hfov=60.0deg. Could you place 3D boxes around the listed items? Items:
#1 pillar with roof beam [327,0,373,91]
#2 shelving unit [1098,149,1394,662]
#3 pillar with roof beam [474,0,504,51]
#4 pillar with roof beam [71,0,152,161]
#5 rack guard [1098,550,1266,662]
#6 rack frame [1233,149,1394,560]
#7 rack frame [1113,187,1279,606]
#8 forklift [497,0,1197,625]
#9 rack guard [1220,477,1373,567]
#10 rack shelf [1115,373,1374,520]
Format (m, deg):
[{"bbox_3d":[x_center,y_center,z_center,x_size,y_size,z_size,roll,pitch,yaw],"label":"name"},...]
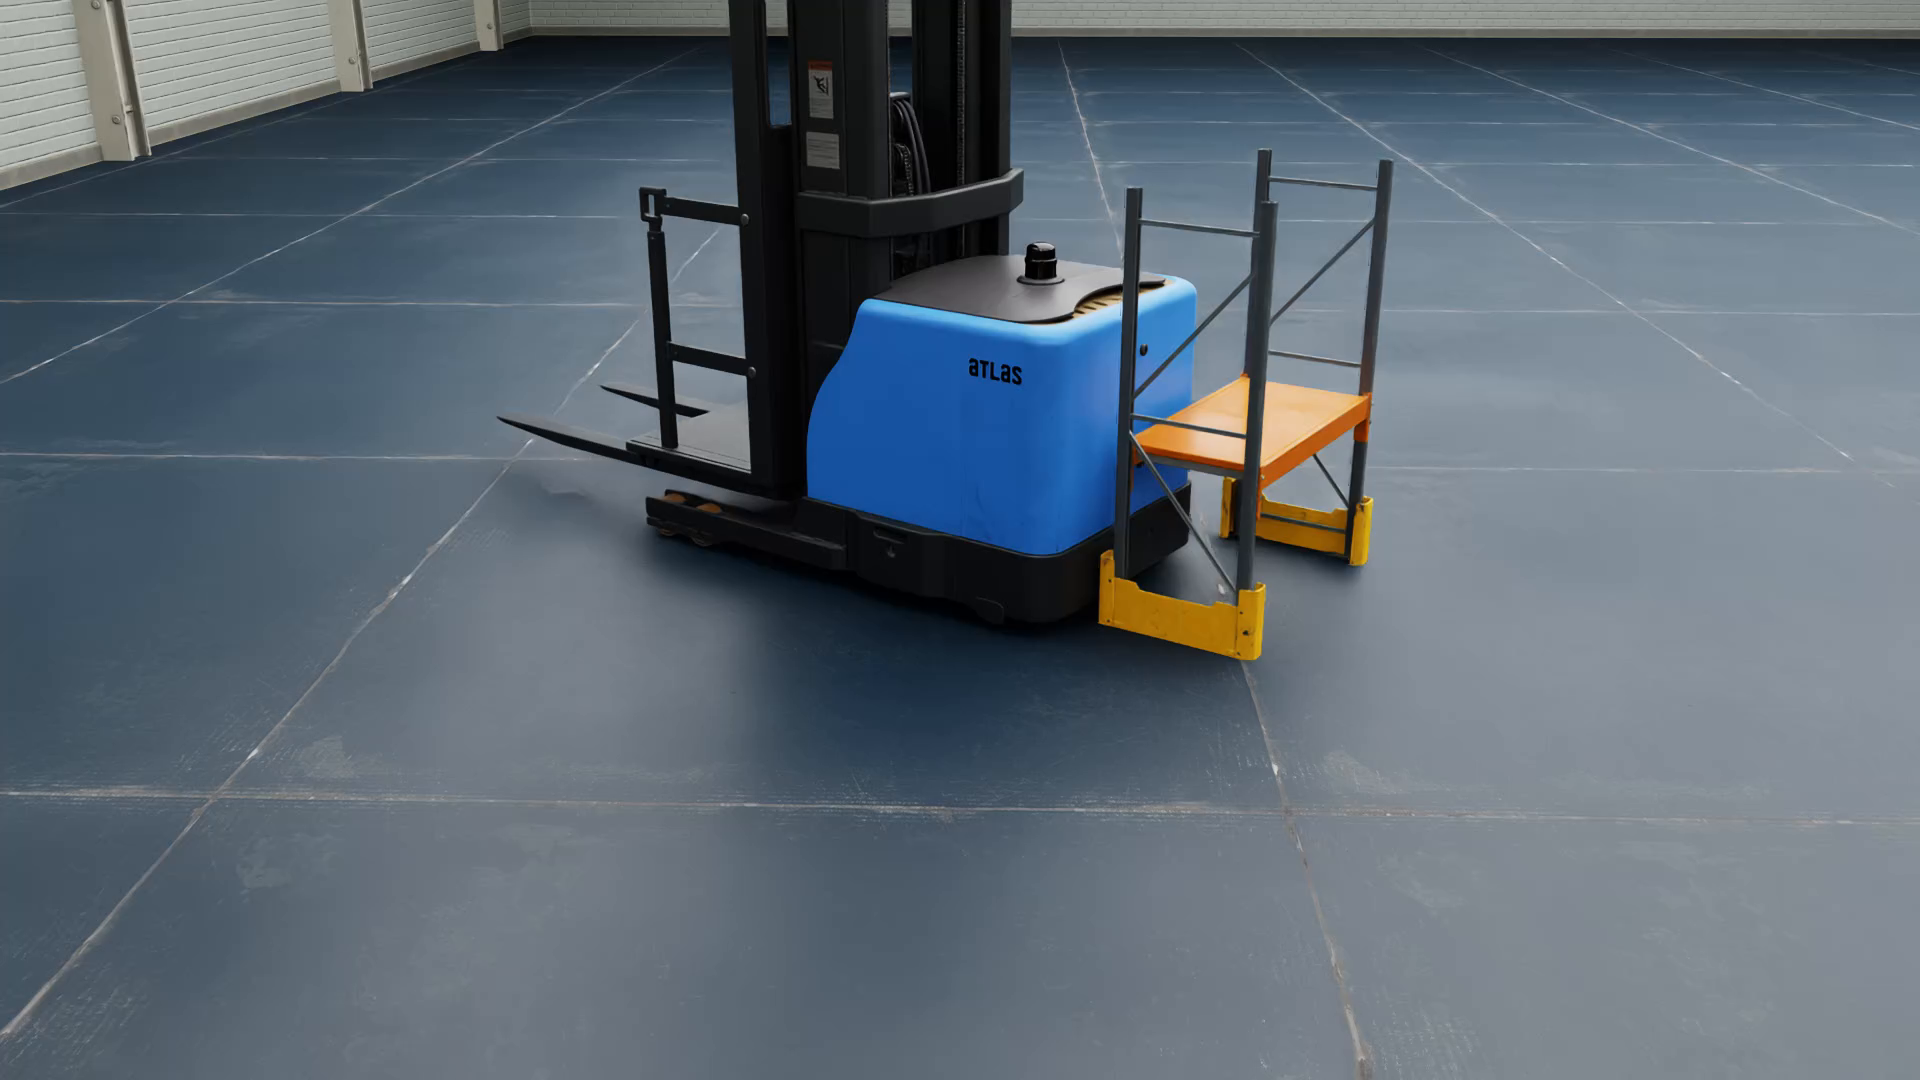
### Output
[{"bbox_3d":[-3.553,-10.005,19.873,9.100,9.000,0.400,1,21,2],"label":"pillar with roof beam"},{"bbox_3d":[1.015,-0.516,5.785,0.587,1.500,1.083,13,25,31],"label":"shelving unit"},{"bbox_3d":[-3.371,-12.174,25.464,9.100,9.000,0.400,1,21,2],"label":"pillar with roof beam"},{"bbox_3d":[-3.736,-7.835,14.282,9.100,9.000,0.400,1,21,2],"label":"pillar with roof beam"},{"bbox_3d":[0.742,0.217,5.622,0.587,0.250,0.087,13,25,31],"label":"rack guard"},{"bbox_3d":[1.298,-0.673,6.188,0.500,1.500,0.032,13,25,31],"label":"rack frame"},{"bbox_3d":[0.742,-0.365,5.395,0.500,1.500,0.032,13,25,31],"label":"rack frame"},{"bbox_3d":[-0.622,-1.479,6.290,3.031,2.935,1.130,15,26,33],"label":"forklift"},{"bbox_3d":[1.287,-0.084,6.400,0.587,0.250,0.087,13,25,31],"label":"rack guard"},{"bbox_3d":[1.020,-0.351,5.857,0.538,0.185,1.000,13,25,31],"label":"rack shelf"}]
